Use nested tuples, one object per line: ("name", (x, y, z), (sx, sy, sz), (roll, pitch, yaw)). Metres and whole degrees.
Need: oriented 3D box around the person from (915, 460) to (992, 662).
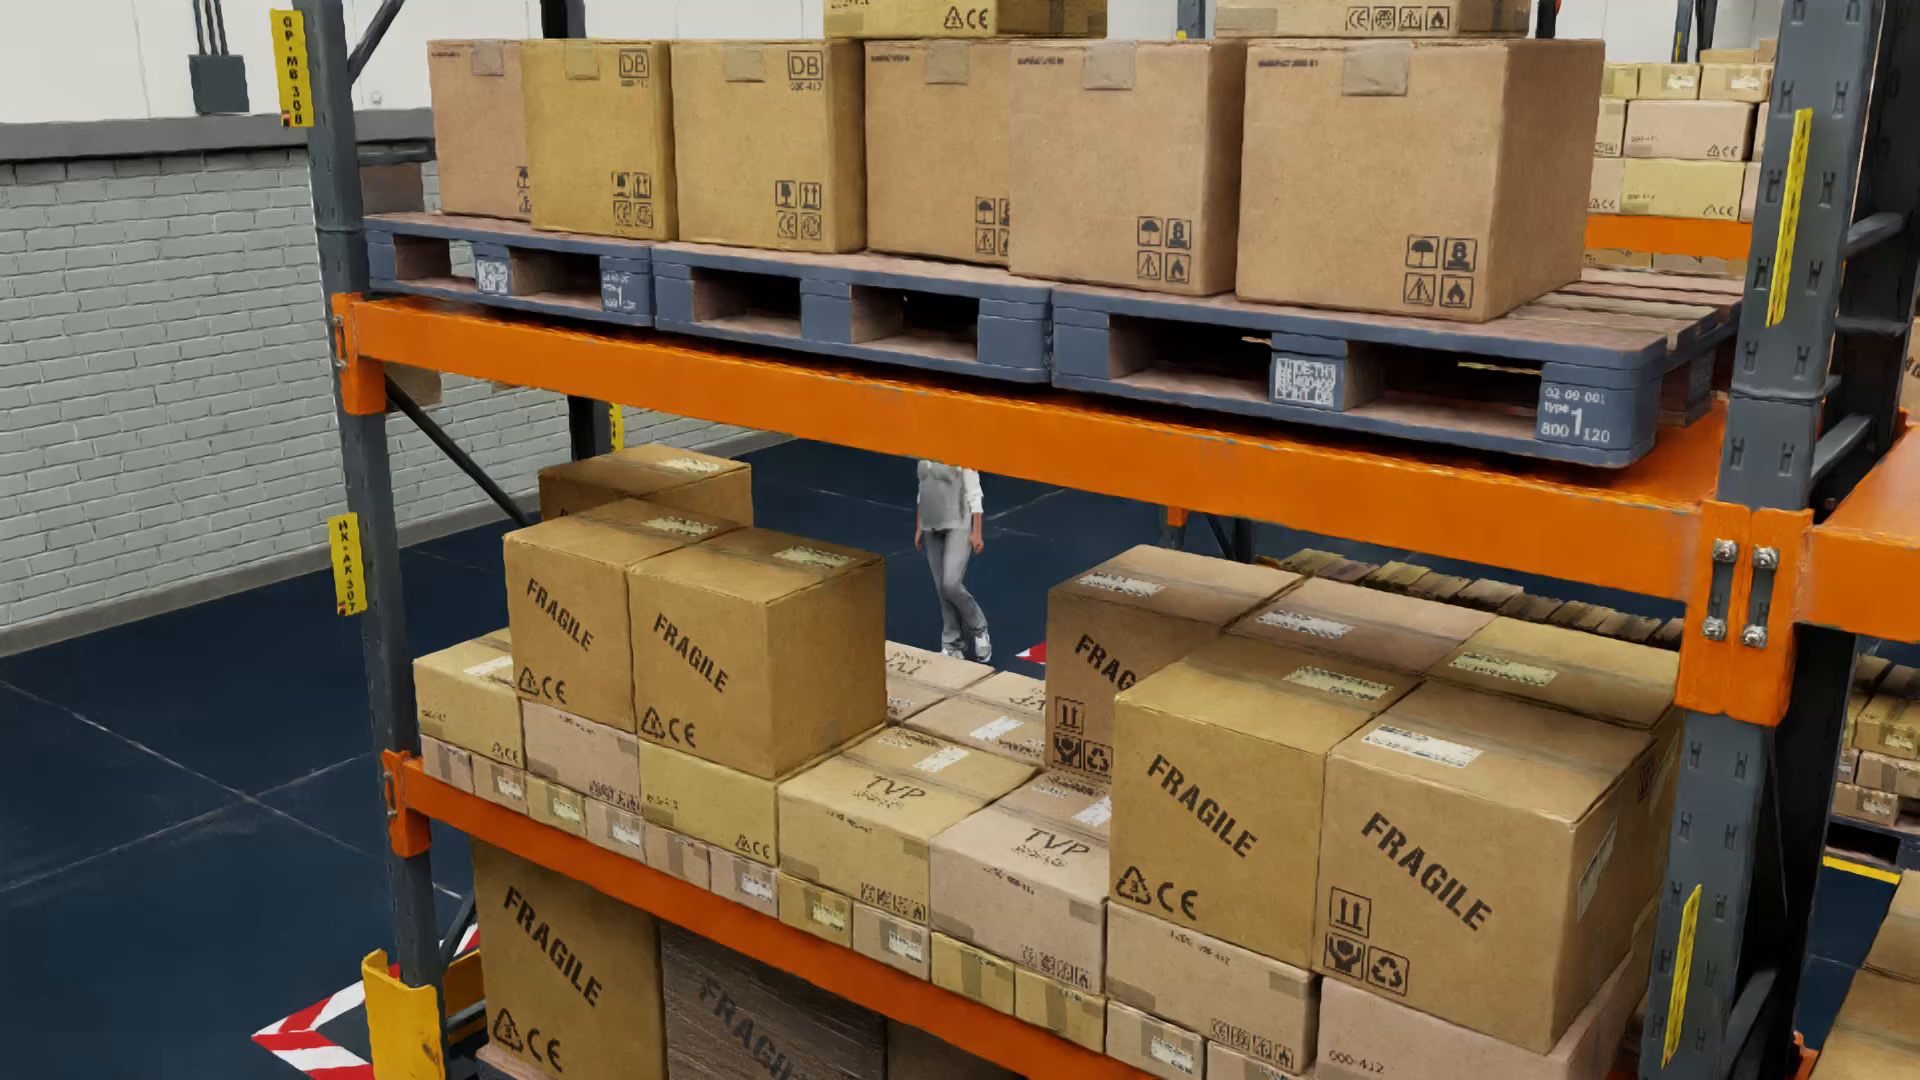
("person", (-0.061, -0.043, 9.655), (0.528, 1.591, 0.396), (16, 23, 42))
